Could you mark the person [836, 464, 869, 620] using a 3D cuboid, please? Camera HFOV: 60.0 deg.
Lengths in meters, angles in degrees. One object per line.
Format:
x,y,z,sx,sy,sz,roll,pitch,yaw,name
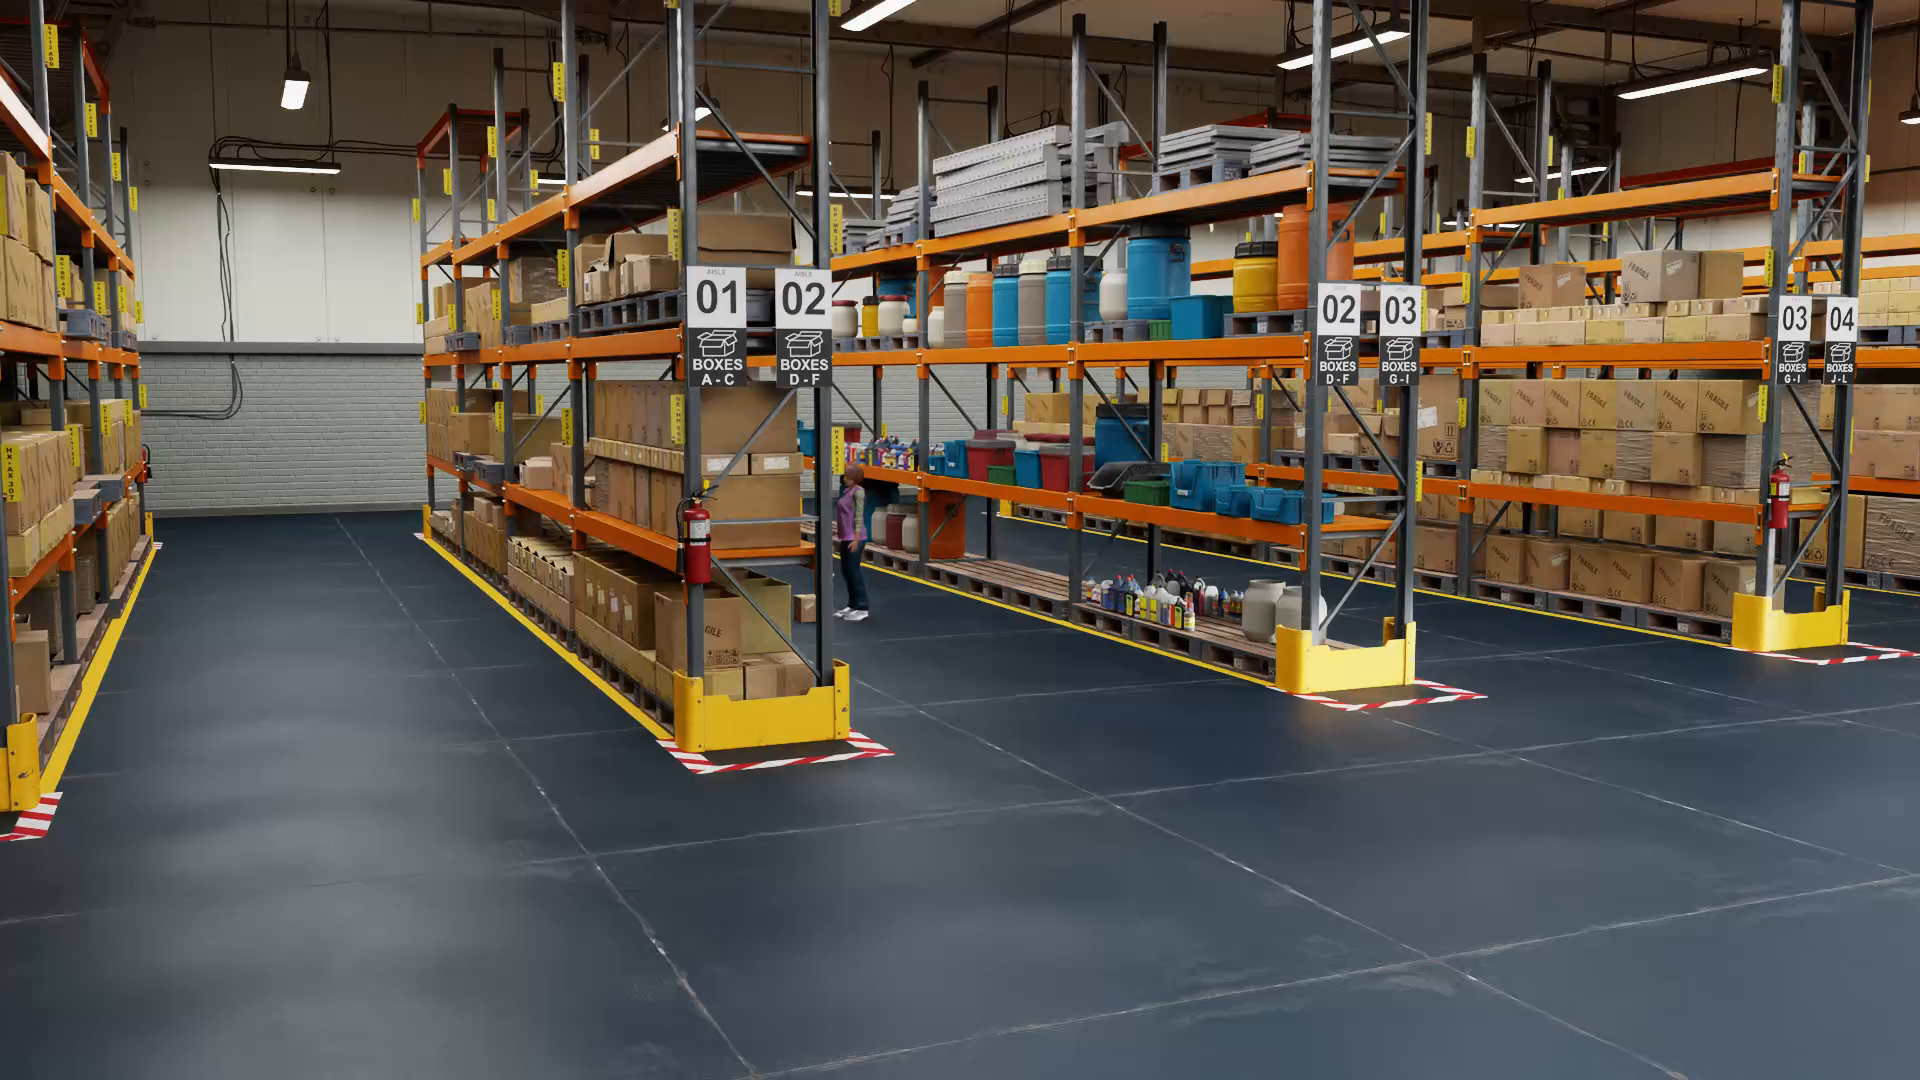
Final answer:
-1.103,0.015,17.109,0.306,1.599,0.406,-2,6,-22,person
